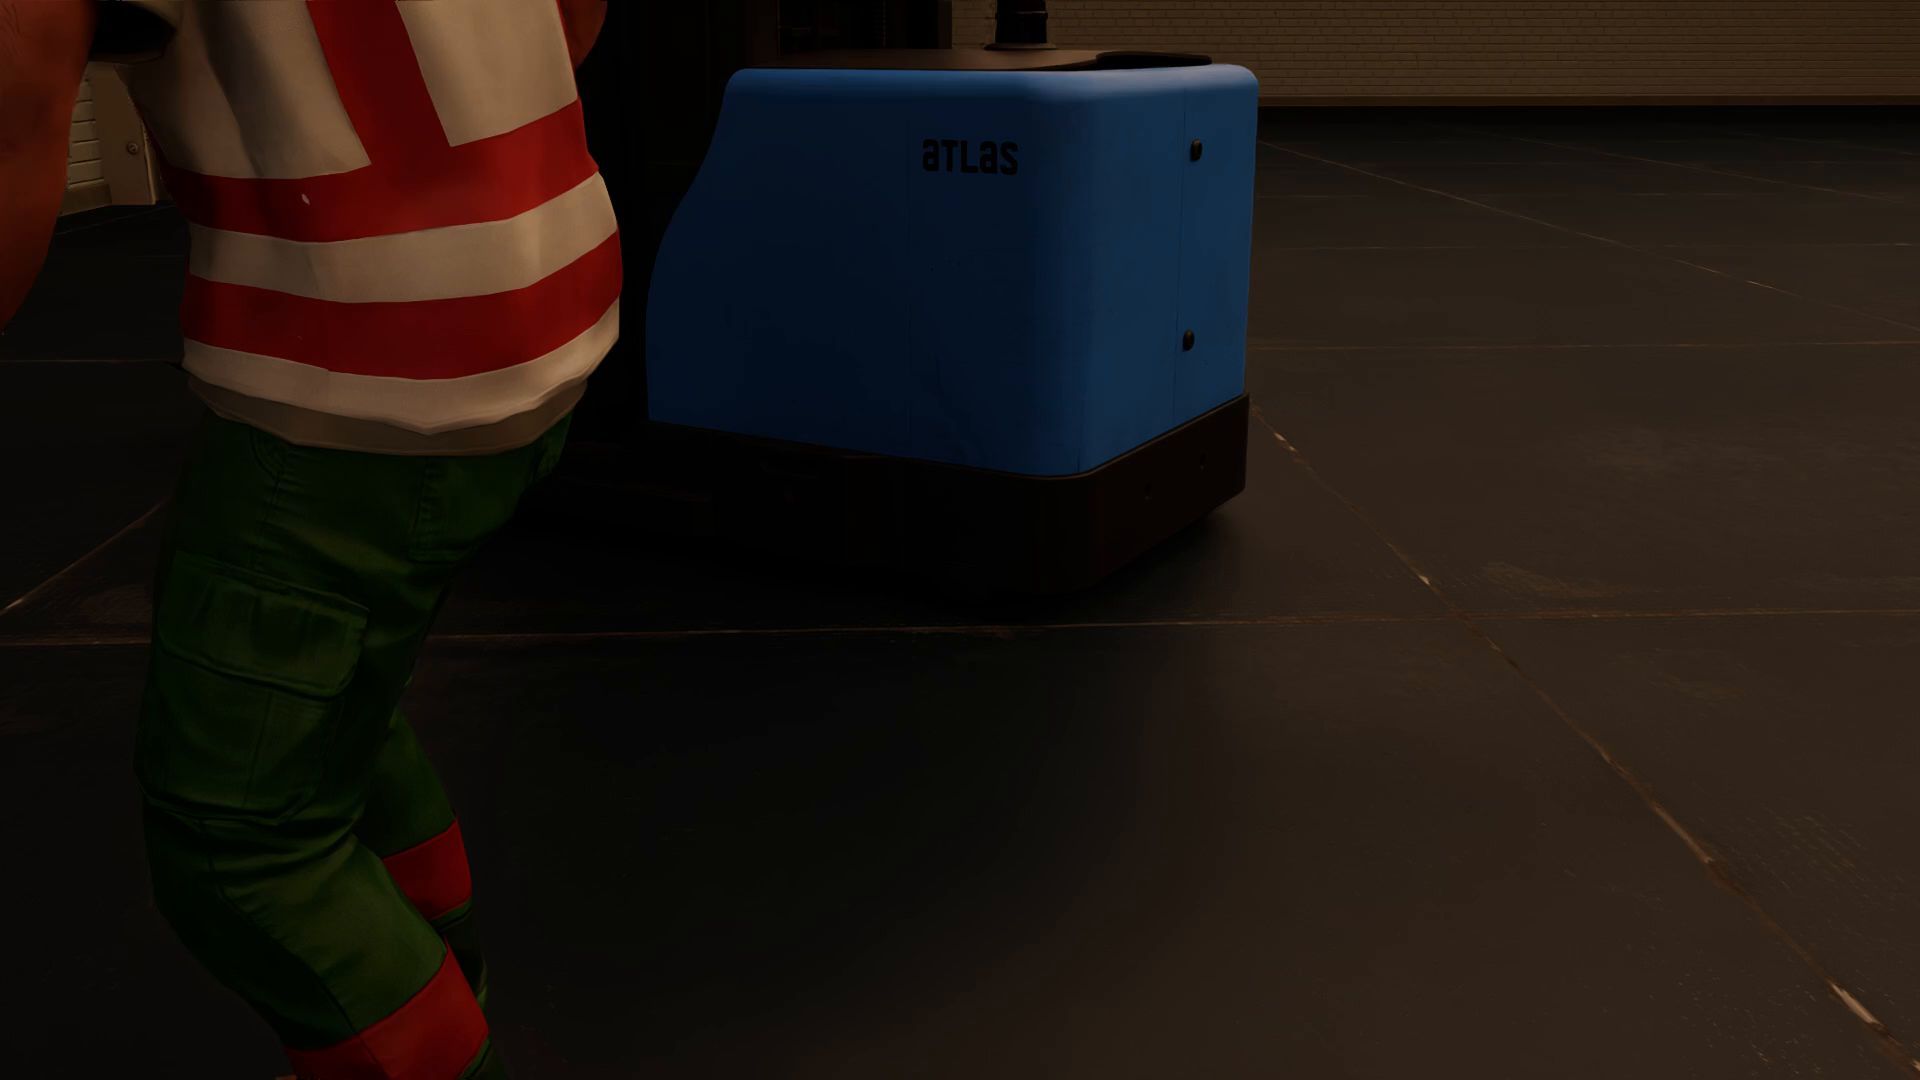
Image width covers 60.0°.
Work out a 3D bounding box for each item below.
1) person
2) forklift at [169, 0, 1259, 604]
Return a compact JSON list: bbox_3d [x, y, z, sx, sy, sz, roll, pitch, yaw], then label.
[{"bbox_3d":[-0.572,-0.128,1.392,0.515,1.736,0.747,3,17,9],"label":"person"},{"bbox_3d":[-0.832,-1.567,4.031,3.031,2.935,1.130,10,20,29],"label":"forklift"}]
